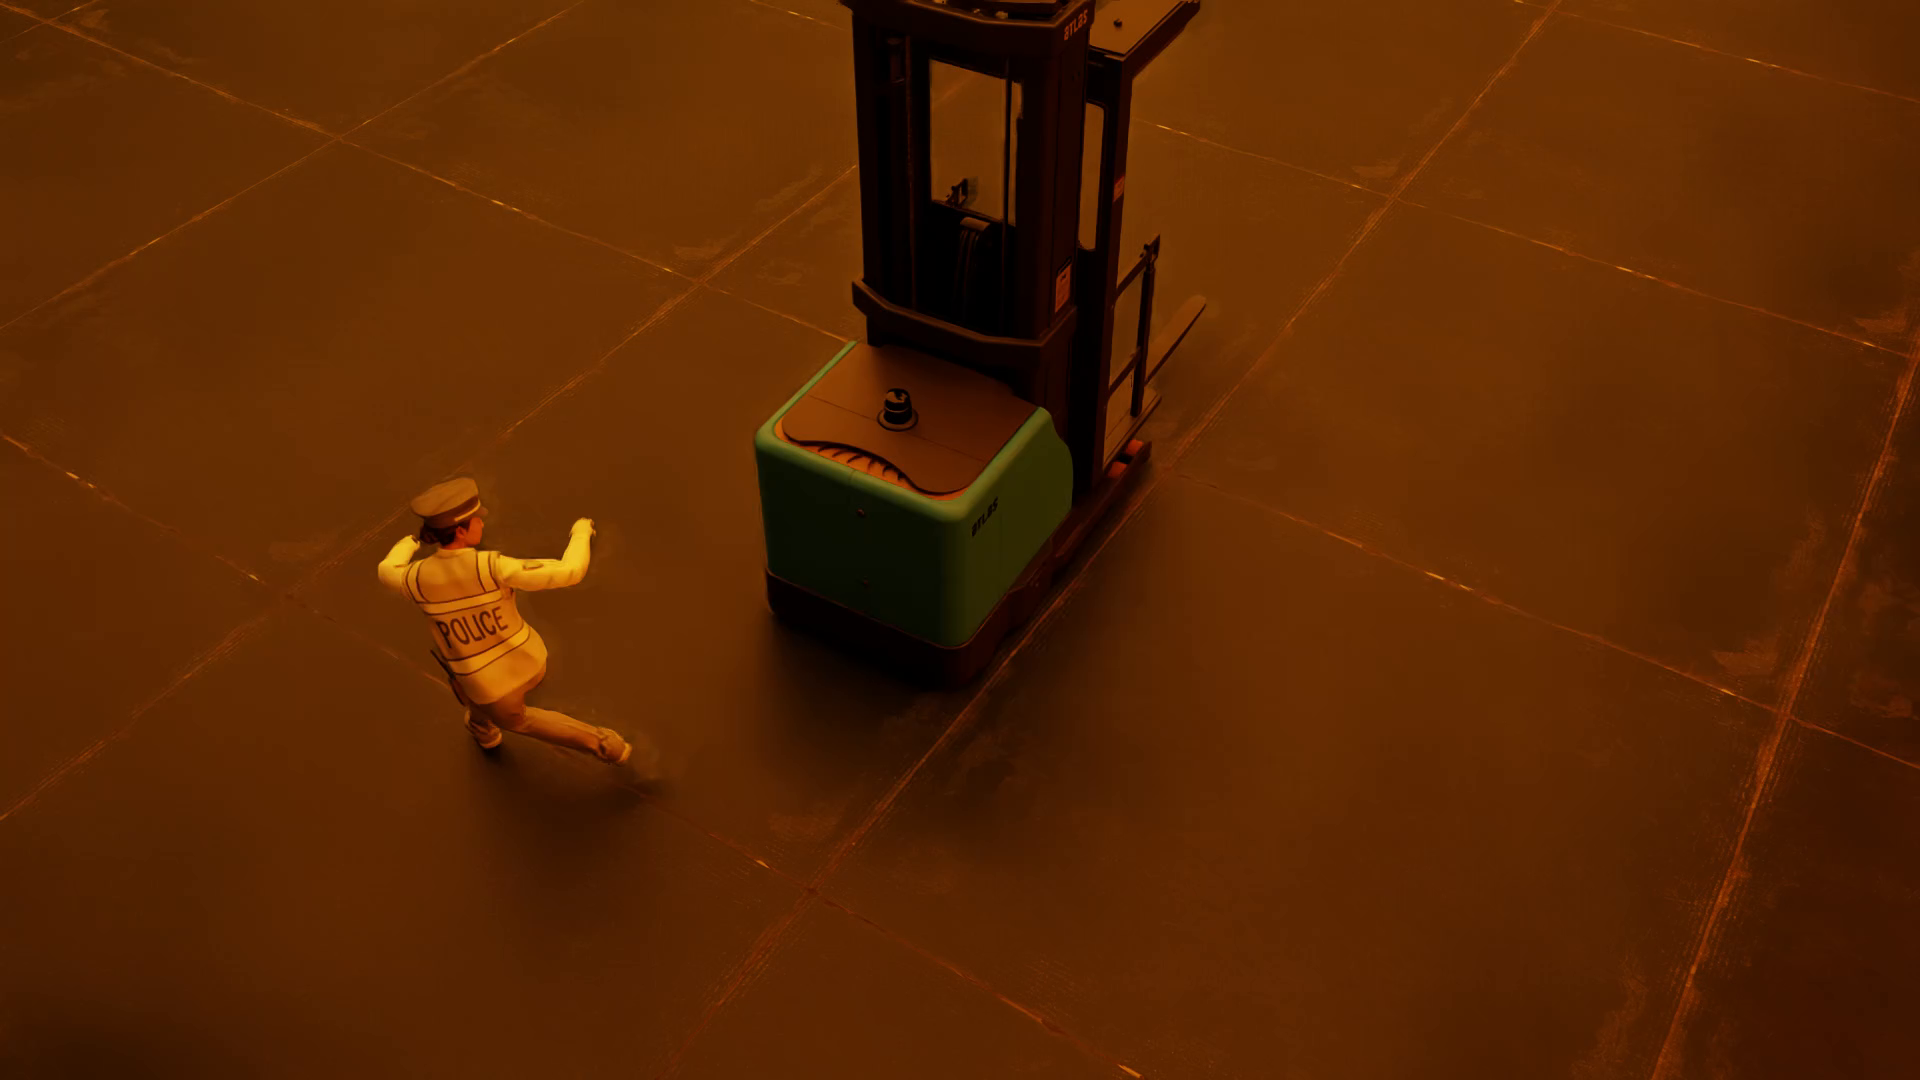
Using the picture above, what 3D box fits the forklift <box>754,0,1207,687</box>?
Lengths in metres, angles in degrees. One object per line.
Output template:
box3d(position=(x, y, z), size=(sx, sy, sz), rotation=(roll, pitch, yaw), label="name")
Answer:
box3d(position=(0.298, -1.431, 7.358), size=(1.130, 2.935, 3.031), rotation=(22, 48, 21), label="forklift")

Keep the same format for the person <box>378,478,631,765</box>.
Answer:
box3d(position=(-1.801, 0.292, 6.657), size=(0.799, 1.440, 1.067), rotation=(-29, 51, -27), label="person")
